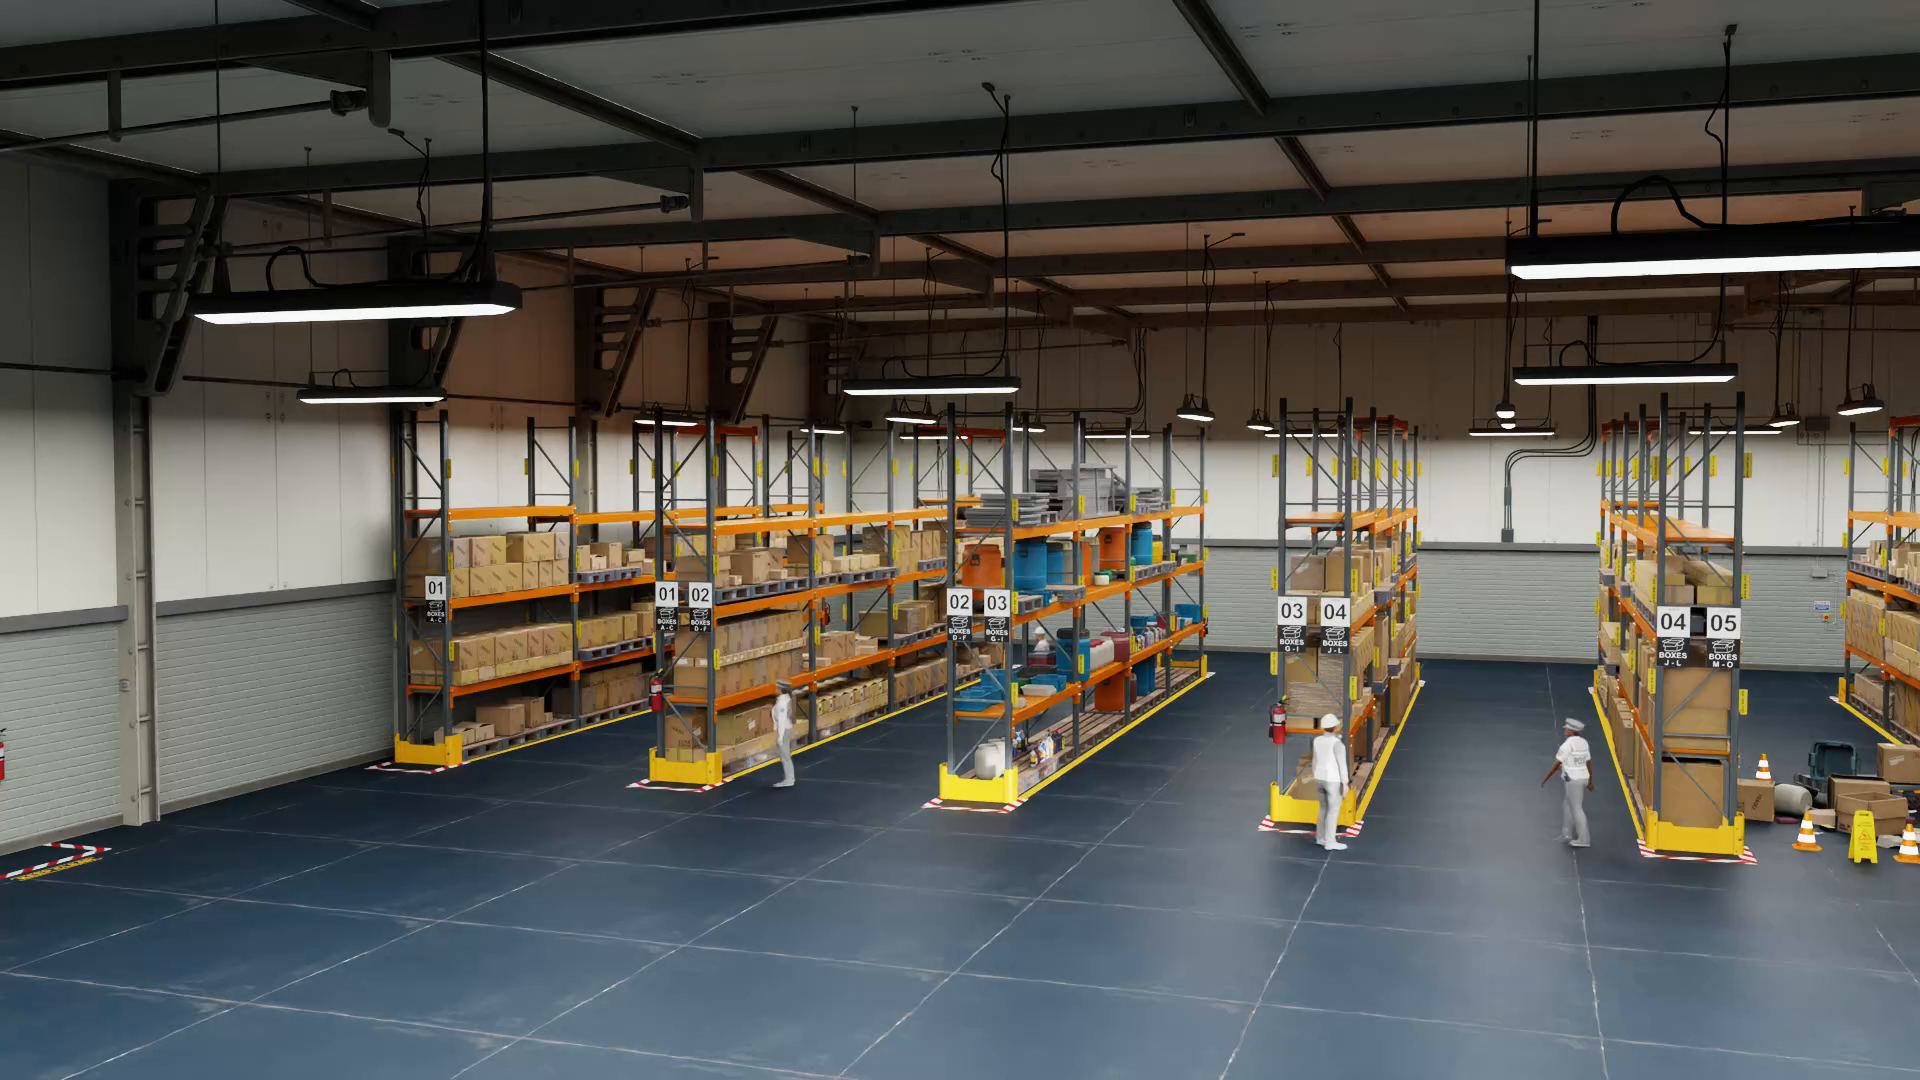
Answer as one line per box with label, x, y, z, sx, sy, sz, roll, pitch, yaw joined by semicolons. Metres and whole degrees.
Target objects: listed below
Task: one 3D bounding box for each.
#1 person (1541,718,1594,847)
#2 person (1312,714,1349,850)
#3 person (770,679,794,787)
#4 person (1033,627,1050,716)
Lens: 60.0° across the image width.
person;8.129;3.236;22.102;0.546;1.738;0.644;-2;3;-44
person;4.920;3.195;21.904;0.430;1.816;0.588;-1;3;-30
person;-2.806;3.046;26.196;0.371;1.717;0.582;0;2;-6
person;1.625;2.655;33.695;0.398;1.791;0.598;1;3;12
